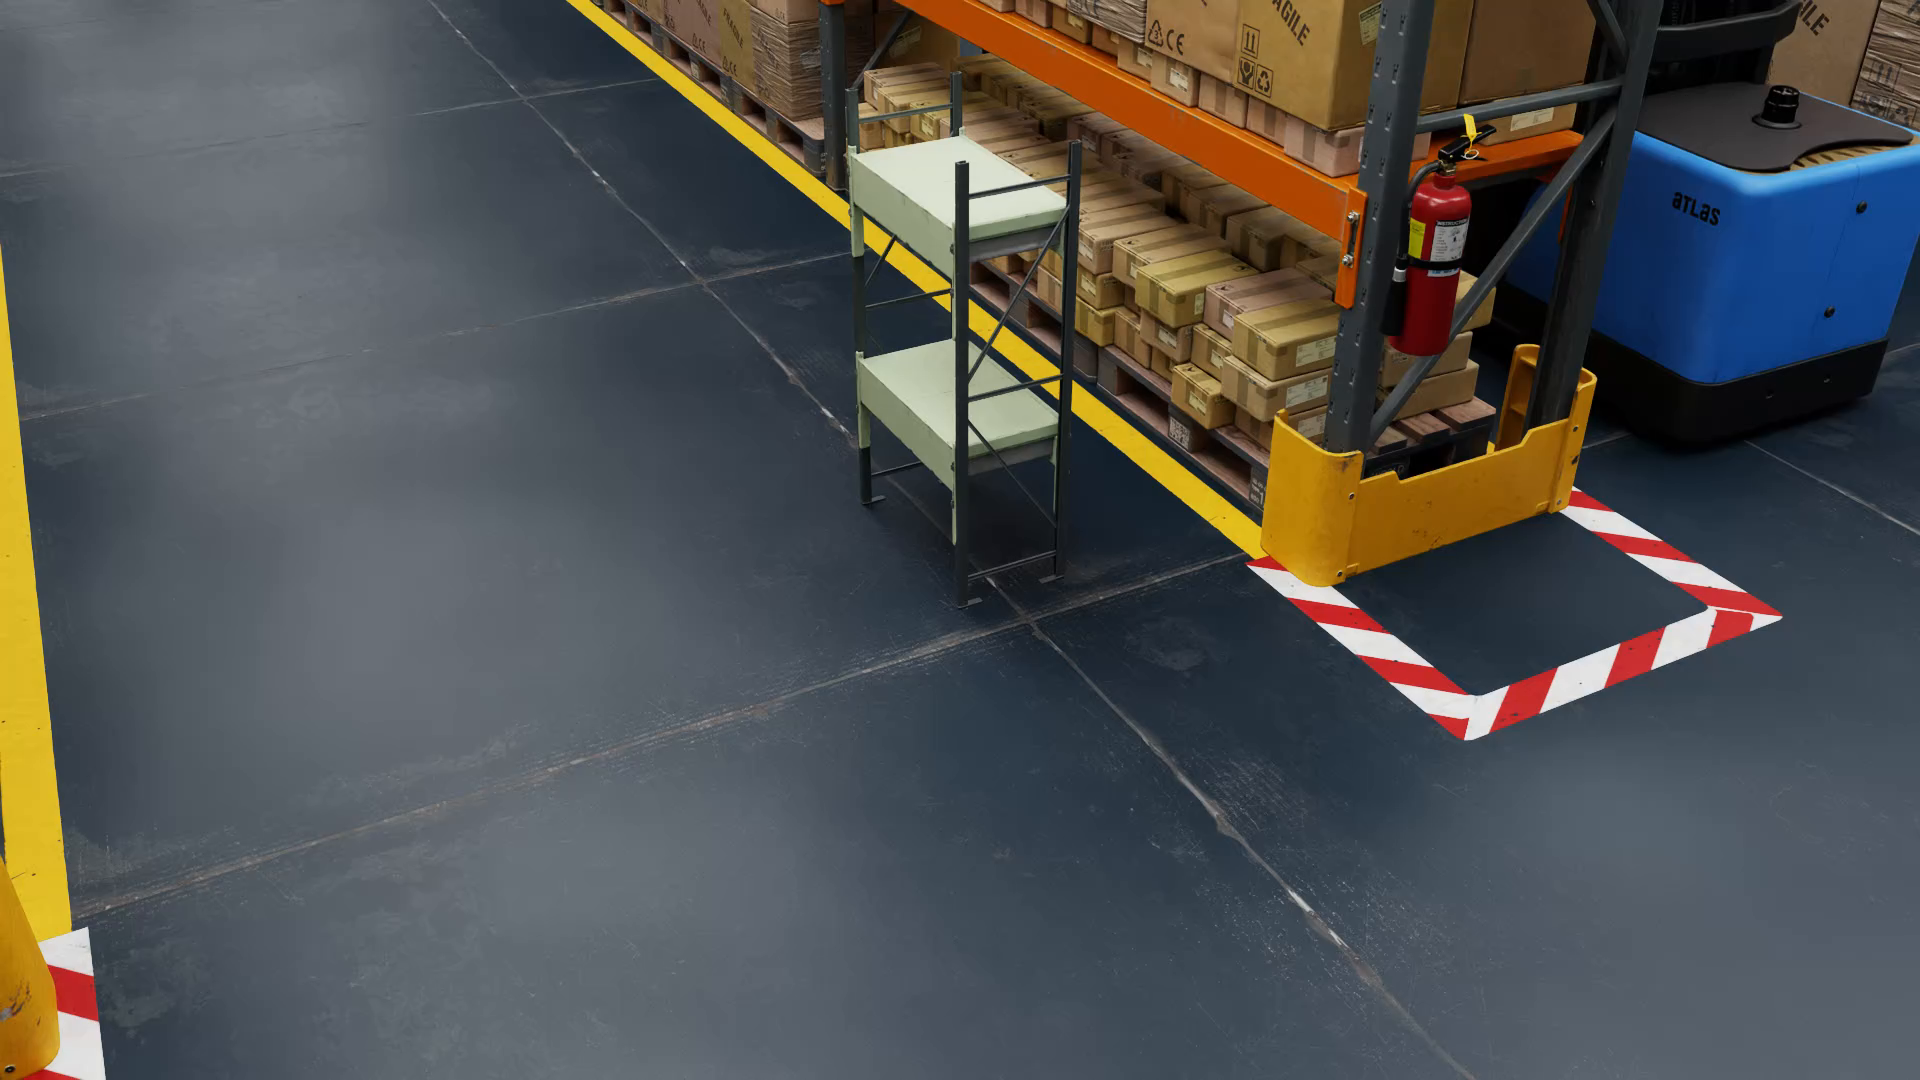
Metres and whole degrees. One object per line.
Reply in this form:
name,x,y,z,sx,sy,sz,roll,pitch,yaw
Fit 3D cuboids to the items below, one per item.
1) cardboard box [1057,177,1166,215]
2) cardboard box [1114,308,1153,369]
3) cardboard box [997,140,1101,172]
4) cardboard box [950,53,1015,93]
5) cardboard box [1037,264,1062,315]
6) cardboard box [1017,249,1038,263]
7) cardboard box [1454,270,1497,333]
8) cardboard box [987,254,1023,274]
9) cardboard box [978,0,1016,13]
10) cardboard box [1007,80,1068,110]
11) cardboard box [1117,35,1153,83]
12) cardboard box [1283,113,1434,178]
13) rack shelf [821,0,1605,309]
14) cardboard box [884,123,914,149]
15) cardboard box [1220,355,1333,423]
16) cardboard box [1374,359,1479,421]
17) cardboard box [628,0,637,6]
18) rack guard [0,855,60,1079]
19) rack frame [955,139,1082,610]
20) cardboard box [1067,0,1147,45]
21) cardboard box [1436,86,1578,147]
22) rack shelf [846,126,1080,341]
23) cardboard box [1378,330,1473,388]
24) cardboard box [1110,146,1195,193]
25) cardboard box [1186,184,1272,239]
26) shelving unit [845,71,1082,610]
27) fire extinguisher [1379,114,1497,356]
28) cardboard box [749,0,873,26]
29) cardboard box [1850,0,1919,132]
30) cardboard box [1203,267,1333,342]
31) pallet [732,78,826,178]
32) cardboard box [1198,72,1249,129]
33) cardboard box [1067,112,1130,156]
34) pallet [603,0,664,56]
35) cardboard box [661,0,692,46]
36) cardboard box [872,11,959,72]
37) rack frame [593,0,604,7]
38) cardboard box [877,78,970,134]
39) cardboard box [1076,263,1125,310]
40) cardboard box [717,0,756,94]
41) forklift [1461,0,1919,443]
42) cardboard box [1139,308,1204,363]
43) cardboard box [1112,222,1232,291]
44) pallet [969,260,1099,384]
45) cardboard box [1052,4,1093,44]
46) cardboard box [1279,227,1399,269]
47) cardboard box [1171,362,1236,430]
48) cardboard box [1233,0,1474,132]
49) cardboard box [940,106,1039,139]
cardboard box,0.607,-1.336,6.756,0.380,0.149,0.250,-17,36,-25
cardboard box,0.829,-0.821,6.504,0.380,0.149,0.250,-15,36,-23
cardboard box,0.380,-1.581,7.139,0.380,0.149,0.250,-17,37,-25
cardboard box,0.173,-2.318,8.289,0.380,0.149,0.250,-15,36,-22
cardboard box,0.545,-1.063,6.881,0.380,0.149,0.250,-15,36,-22
cardboard box,0.390,-1.311,6.993,0.380,0.149,0.250,-15,36,-23
cardboard box,1.698,-0.849,5.996,0.380,0.149,0.250,-18,37,-25
cardboard box,0.303,-1.308,7.265,0.380,0.149,0.250,-17,36,-24
cardboard box,0.276,-2.256,6.723,0.380,0.149,0.250,-14,35,-21
cardboard box,0.450,-2.089,7.932,0.380,0.149,0.250,-16,36,-24
cardboard box,0.790,-1.758,5.947,0.380,0.149,0.250,-18,37,-25
cardboard box,1.240,-1.265,5.177,0.380,0.149,0.250,-16,36,-23
rack shelf,0.709,-1.938,6.661,1.077,0.370,4.000,-16,36,-23
cardboard box,-0.140,-1.945,7.983,0.380,0.149,0.250,-16,36,-23
cardboard box,1.143,-0.568,5.834,0.380,0.149,0.250,-17,36,-24
cardboard box,1.681,-0.593,6.149,0.380,0.149,0.250,-15,36,-22
cardboard box,-1.984,-3.827,10.870,0.500,0.500,0.500,-17,37,-25
rack guard,-2.679,1.071,3.615,1.175,0.500,0.348,-16,36,-23
rack frame,0.168,-0.460,5.078,0.400,1.500,0.023,-16,36,-23
cardboard box,0.724,-2.090,5.863,0.500,0.500,0.500,-16,36,-23
cardboard box,1.781,-1.418,5.415,0.380,0.149,0.250,-16,36,-23
rack shelf,-0.003,-0.963,5.140,0.431,0.370,0.720,-16,36,-23
cardboard box,1.625,-0.703,6.044,0.380,0.149,0.250,-14,35,-21
cardboard box,0.865,-1.568,7.118,0.380,0.149,0.250,-16,36,-23
cardboard box,1.149,-1.335,6.755,0.380,0.149,0.250,-14,35,-21
shelving unit,-0.003,-0.635,5.350,0.431,1.500,0.755,-16,36,-23
fire extinguisher,1.351,-0.861,4.730,0.296,0.674,0.183,-16,36,-23
cardboard box,-0.794,-2.927,8.771,0.500,0.250,0.500,-17,36,-24
cardboard box,5.283,-2.487,8.432,0.875,0.875,0.875,-16,36,-23
cardboard box,1.104,-0.837,5.977,0.380,0.149,0.250,-15,36,-22
pallet,-0.587,-2.392,9.288,1.003,0.211,1.213,-16,36,-23
cardboard box,1.027,-1.509,5.558,0.380,0.149,0.250,-16,36,-24
cardboard box,0.710,-1.839,7.543,0.380,0.149,0.250,-18,37,-25
pallet,-1.725,-3.557,11.106,1.003,0.211,1.213,-16,36,-23
cardboard box,-1.503,-3.344,10.117,0.500,0.500,0.500,-17,36,-24
cardboard box,-0.333,-2.739,9.172,0.500,0.500,0.500,-14,35,-21
rack frame,-2.088,-5.104,10.936,1.000,3.000,0.127,-16,36,-23
cardboard box,-0.170,-2.059,7.886,0.380,0.149,0.250,-14,35,-21
cardboard box,0.647,-1.060,6.601,0.380,0.149,0.250,-15,36,-22
cardboard box,-1.030,-2.854,9.353,0.500,0.500,0.500,-17,36,-24
forklift,2.503,-2.374,6.739,1.130,2.935,3.031,-15,35,-21
cardboard box,0.899,-0.816,6.220,0.380,0.149,0.250,-17,37,-25
cardboard box,0.807,-1.068,6.338,0.380,0.149,0.250,-17,37,-25
pallet,0.694,-1.127,7.313,1.003,0.211,1.213,-16,36,-23
cardboard box,0.579,-2.024,6.362,0.380,0.149,0.250,-15,36,-22
cardboard box,1.459,-1.103,6.392,0.380,0.149,0.250,-16,36,-23
cardboard box,1.002,-0.559,6.095,0.380,0.149,0.250,-15,35,-22
cardboard box,1.205,-1.603,5.104,0.500,0.500,0.500,-15,36,-22
cardboard box,0.133,-1.832,7.531,0.380,0.149,0.250,-17,36,-24
